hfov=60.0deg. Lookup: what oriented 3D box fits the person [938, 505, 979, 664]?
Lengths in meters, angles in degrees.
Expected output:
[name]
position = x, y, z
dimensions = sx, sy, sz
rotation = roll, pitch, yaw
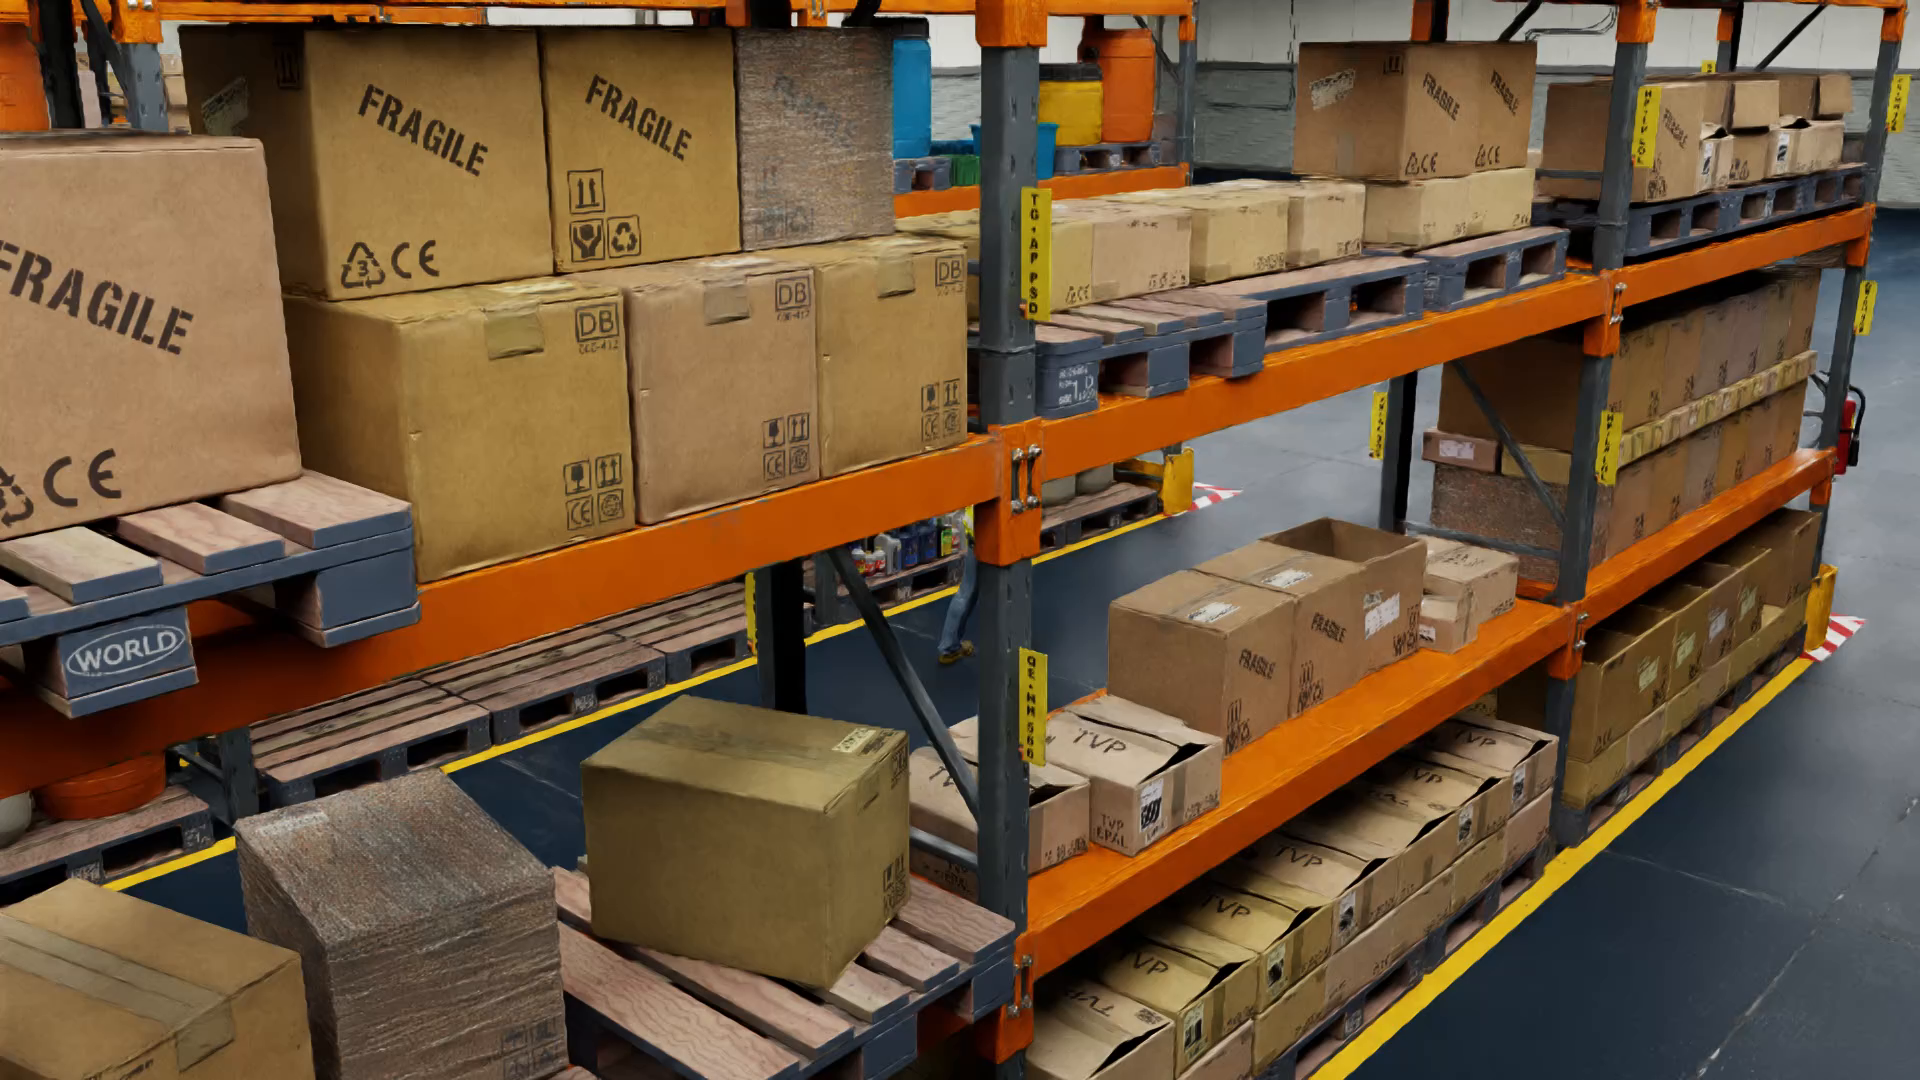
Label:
[person]
position = 0.165, -0.045, 10.164
dimensions = 0.581, 1.755, 0.599
rotation = -4, 17, -13
